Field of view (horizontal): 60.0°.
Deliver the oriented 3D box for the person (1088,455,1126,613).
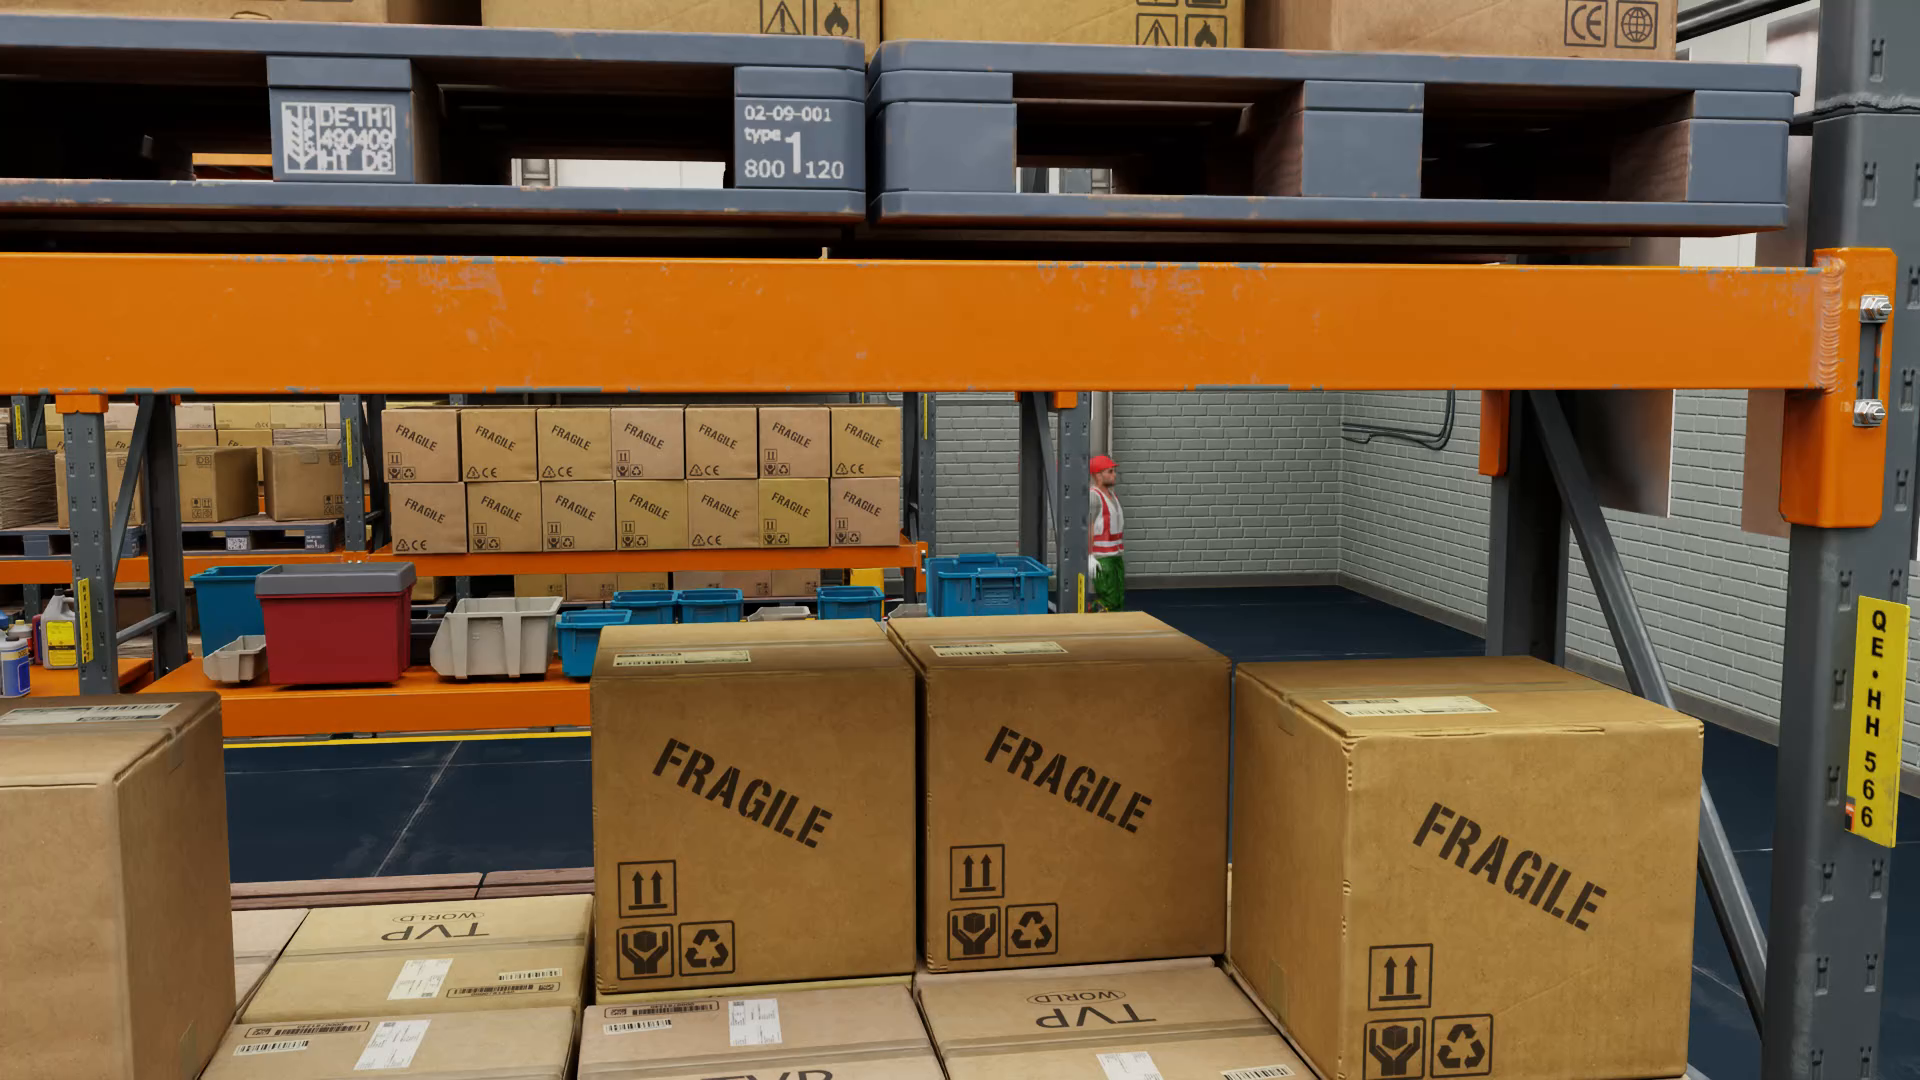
[{"bbox_3d":[1.221,0.152,14.485,0.571,1.779,0.563,4,8,32],"label":"person"}]
